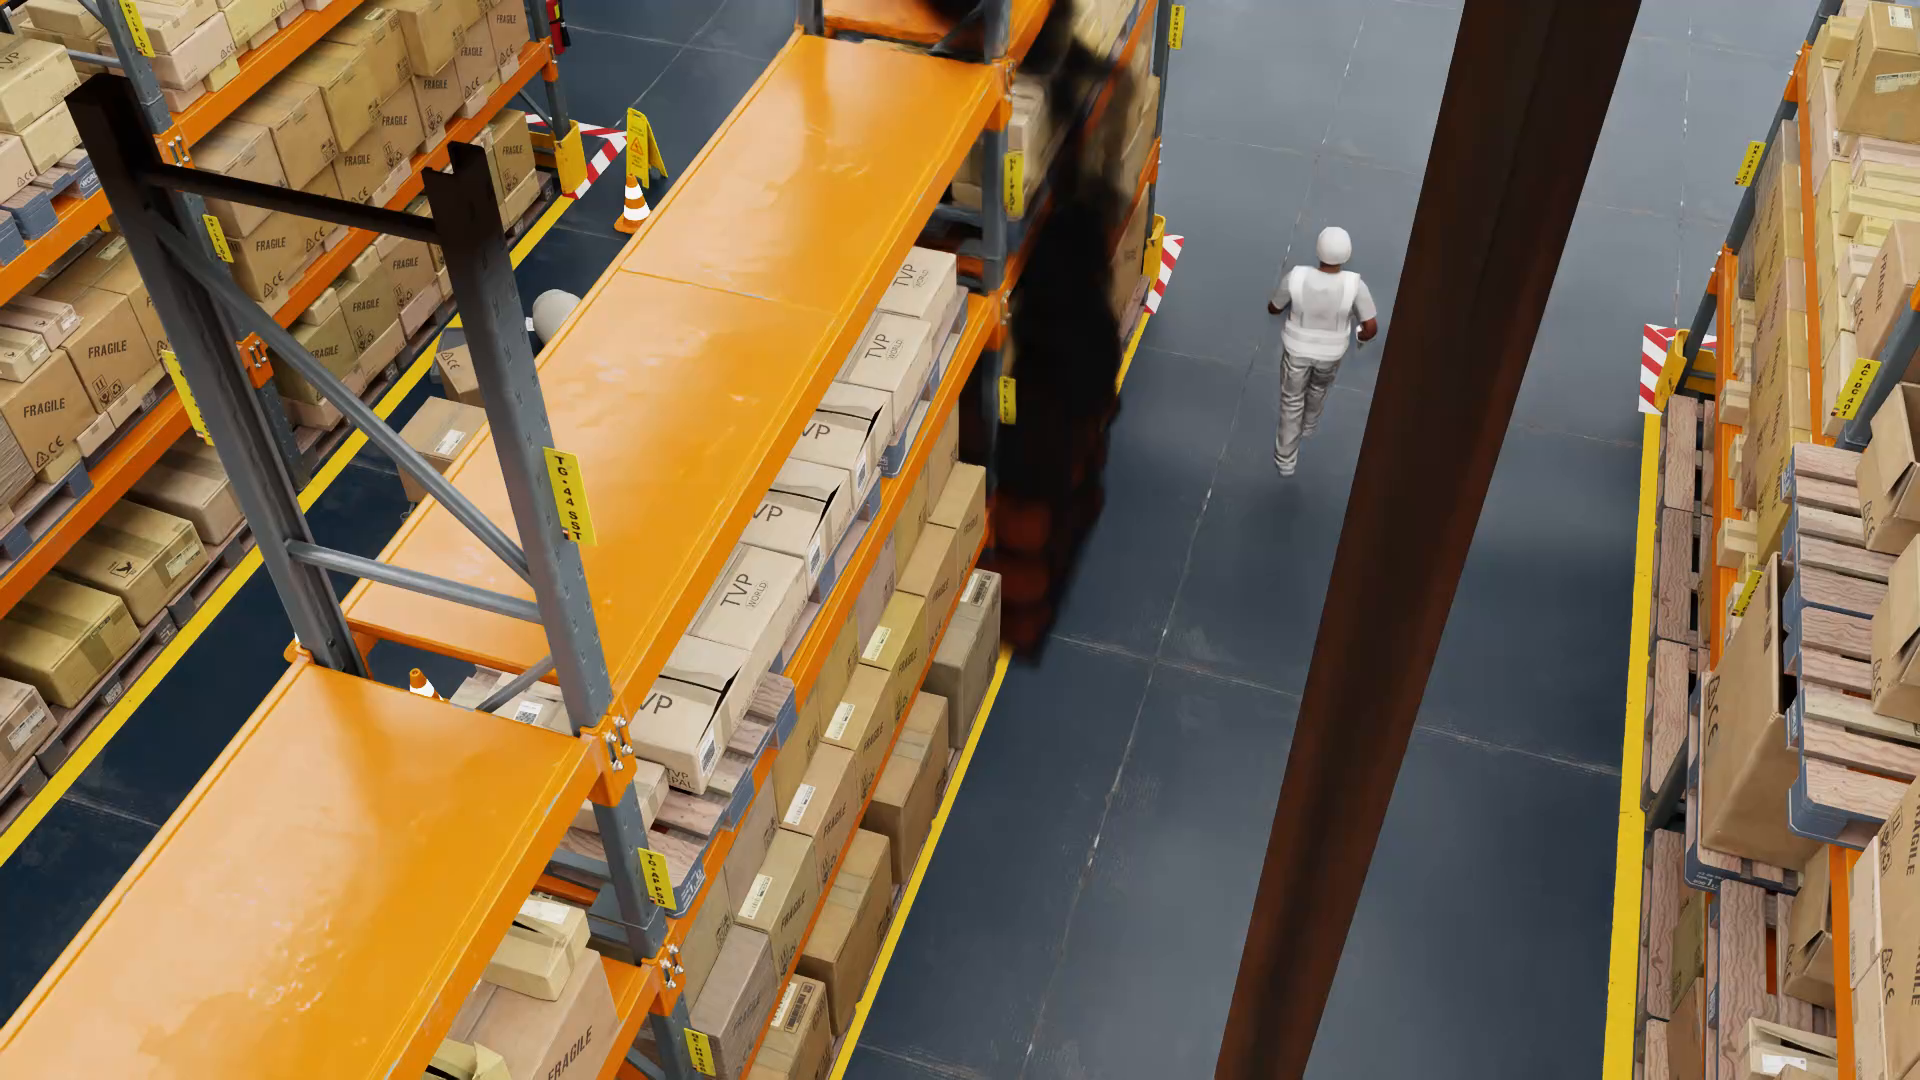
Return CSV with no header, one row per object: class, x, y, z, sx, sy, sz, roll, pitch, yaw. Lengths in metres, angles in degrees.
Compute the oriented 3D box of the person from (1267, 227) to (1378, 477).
person,2.269,-1.228,10.669,0.667,1.834,0.775,6,46,6
